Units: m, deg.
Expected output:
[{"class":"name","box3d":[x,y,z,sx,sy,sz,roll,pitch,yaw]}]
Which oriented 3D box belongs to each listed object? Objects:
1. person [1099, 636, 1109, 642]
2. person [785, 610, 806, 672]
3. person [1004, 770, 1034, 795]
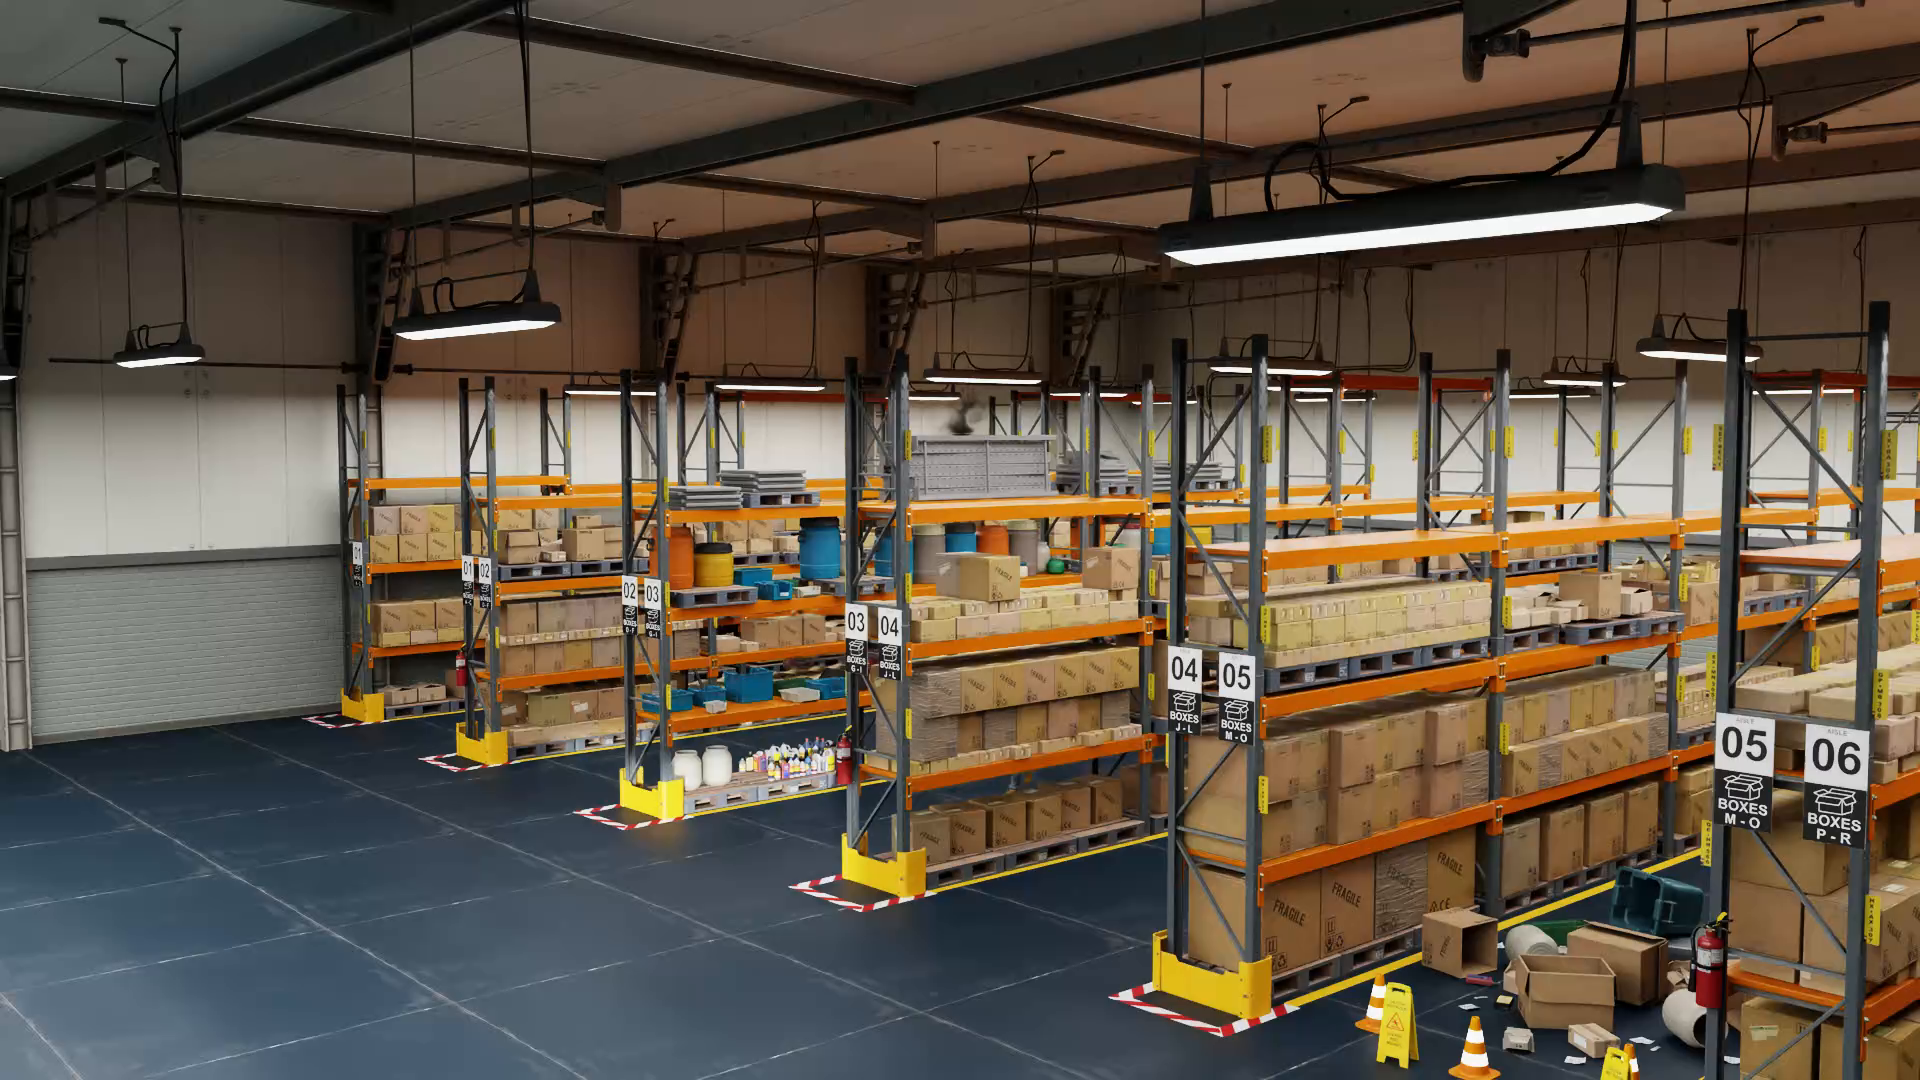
[{"class":"person","box3d":[2.777,1.923,32.416,0.520,1.622,0.790,3,5,40]},{"class":"person","box3d":[-3.163,2.051,32.098,0.583,1.657,0.801,4,5,44]},{"class":"person","box3d":[0.852,2.739,23.641,0.707,1.756,0.883,3,5,36]}]
